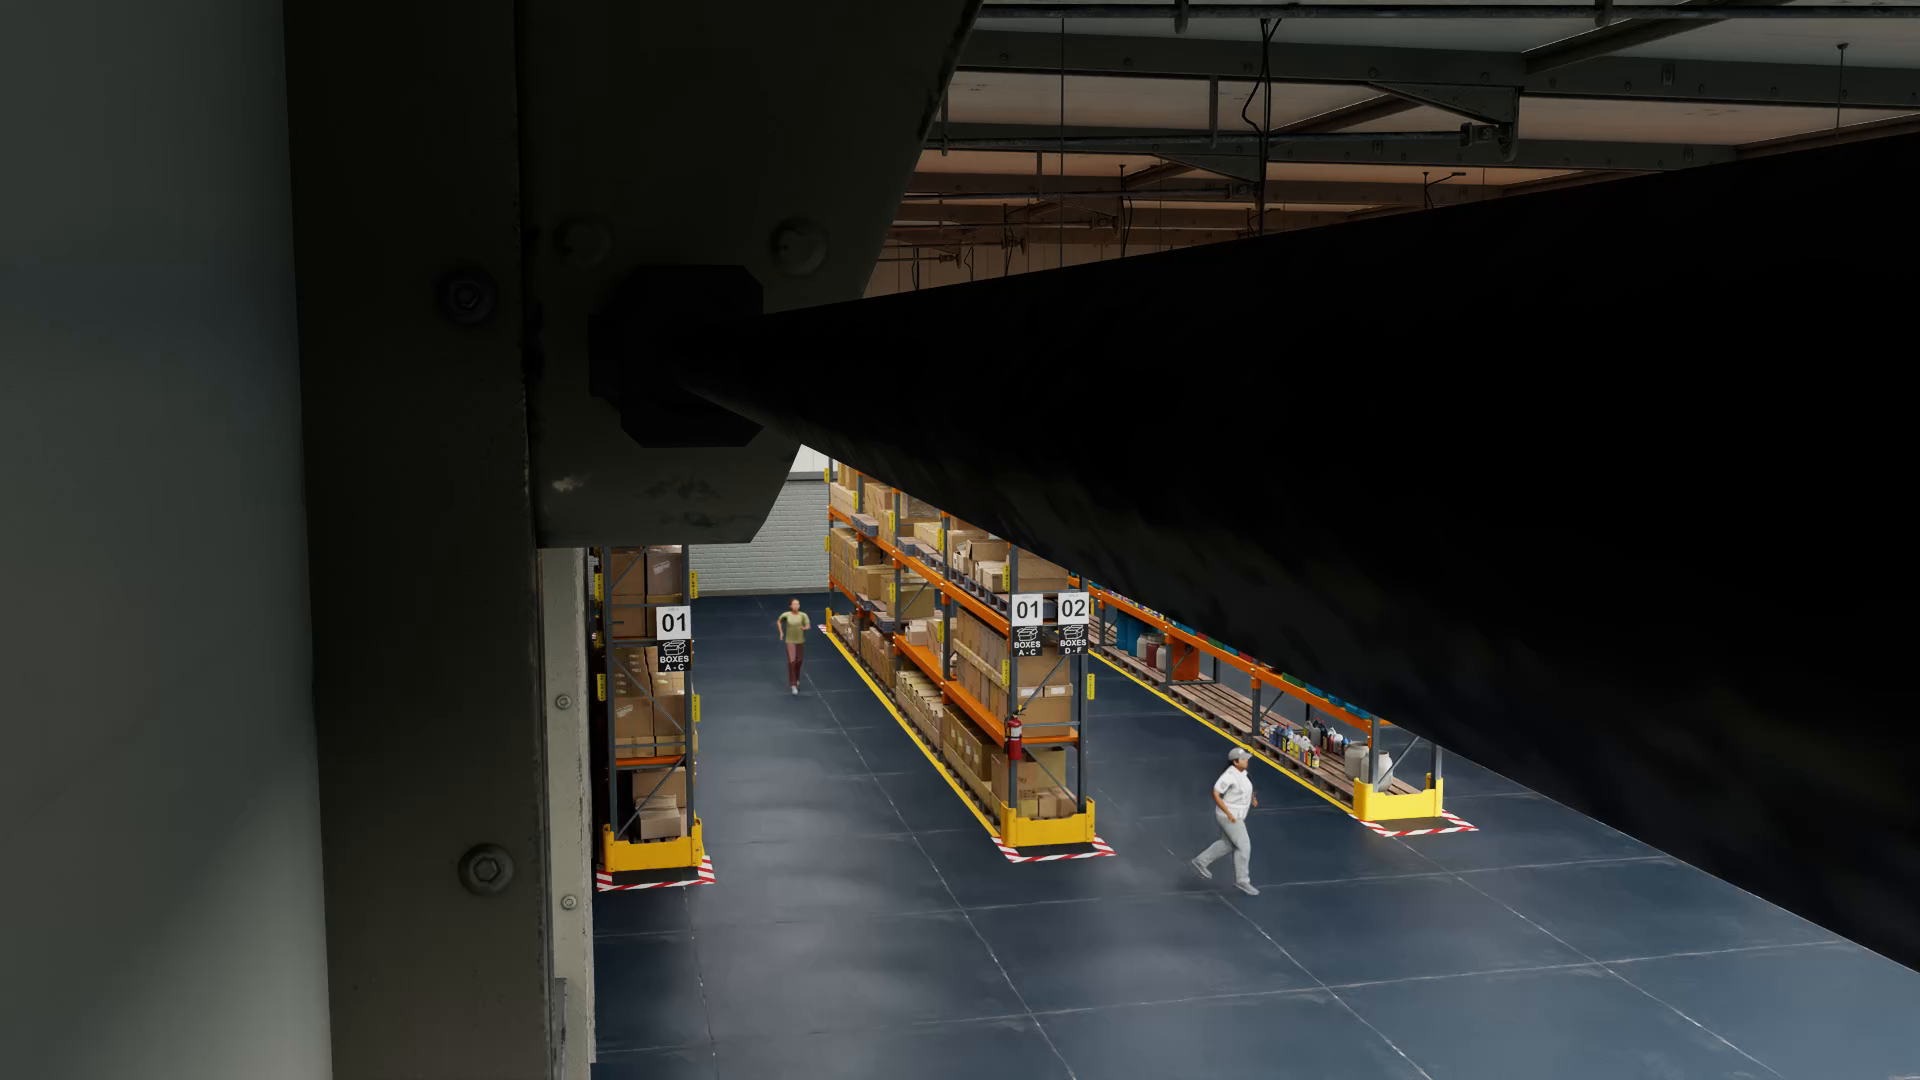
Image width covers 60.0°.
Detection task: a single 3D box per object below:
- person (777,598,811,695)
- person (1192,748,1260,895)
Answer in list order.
[{"bbox_3d":[-3.004,1.898,30.288,0.553,1.712,0.839,-2,7,-19],"label":"person"},{"bbox_3d":[3.099,3.224,19.304,0.826,1.695,0.603,2,7,19],"label":"person"}]
